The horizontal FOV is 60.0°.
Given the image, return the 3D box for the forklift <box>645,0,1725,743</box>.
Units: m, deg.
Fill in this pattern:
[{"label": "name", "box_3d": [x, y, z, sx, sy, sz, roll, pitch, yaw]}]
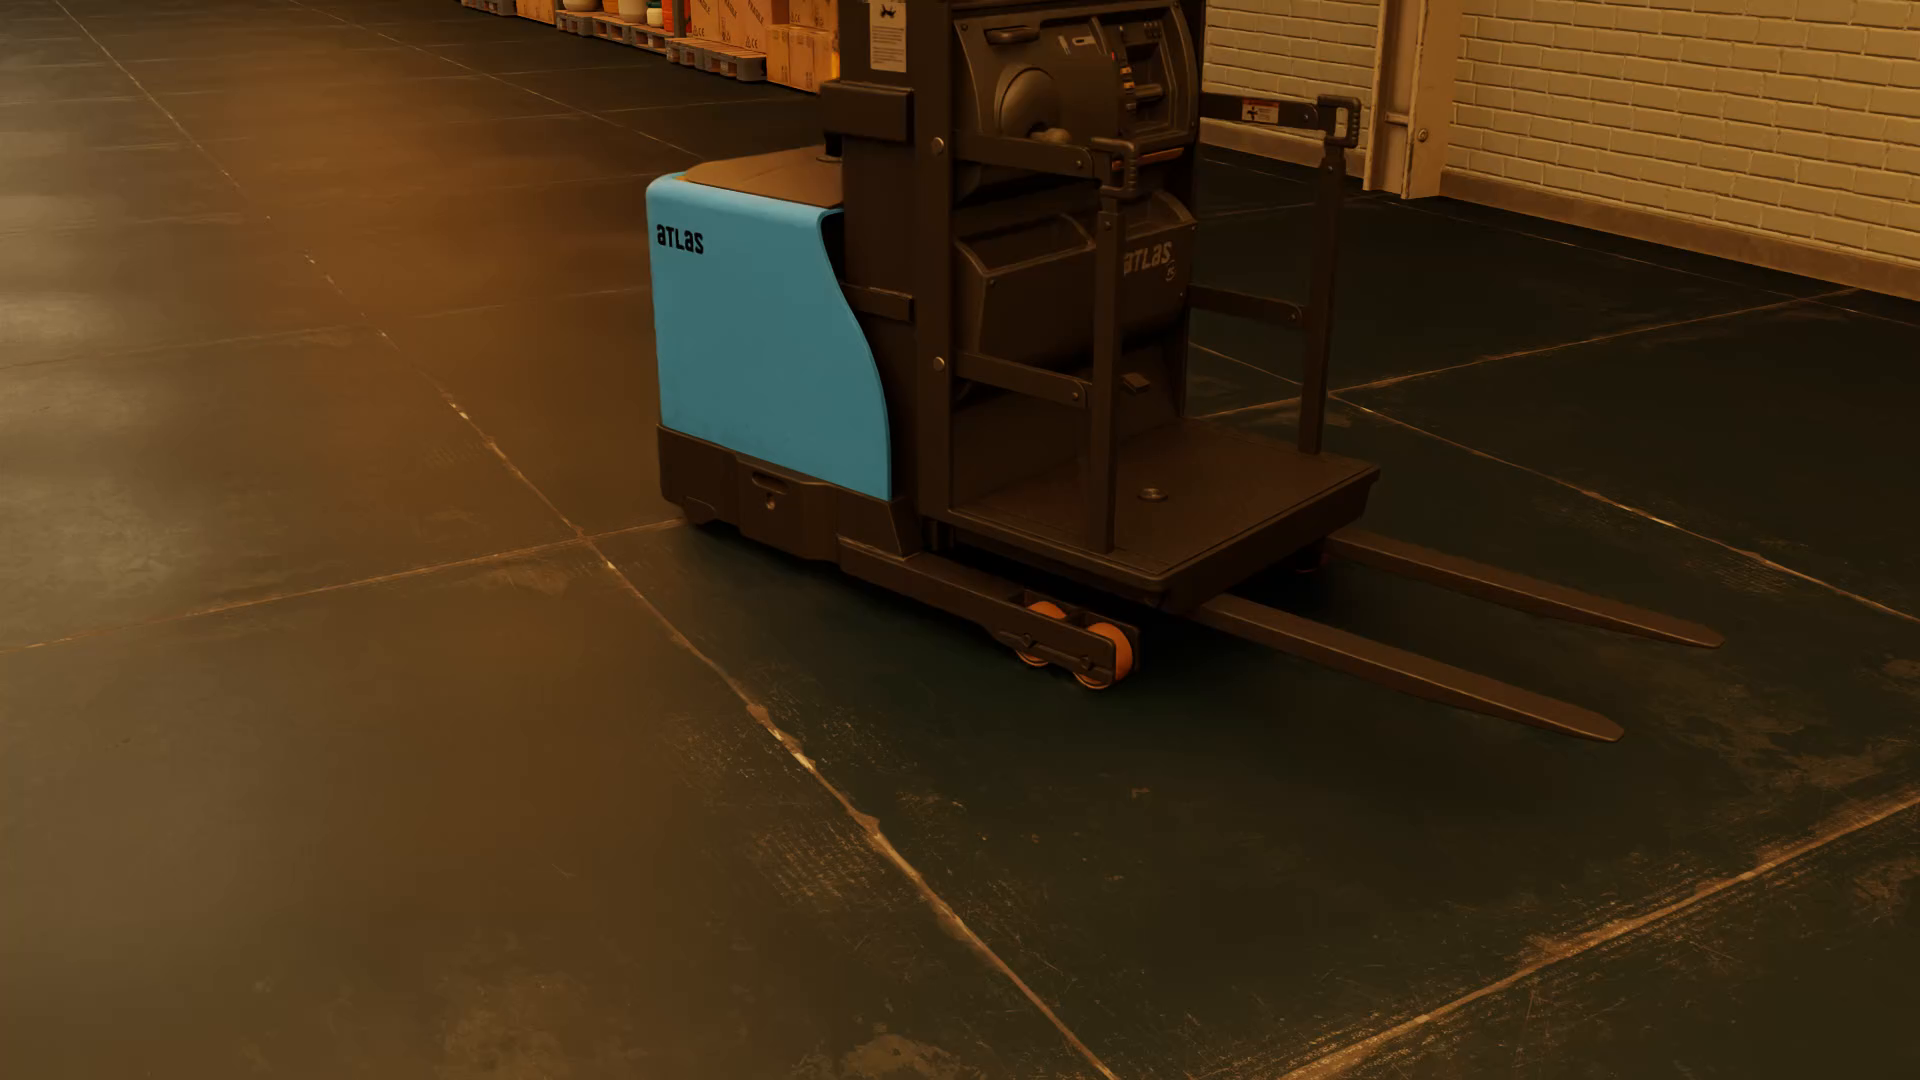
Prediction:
[{"label": "forklift", "box_3d": [0.480, -1.203, 4.204, 3.031, 2.935, 1.130, 19, 29, 38]}]
